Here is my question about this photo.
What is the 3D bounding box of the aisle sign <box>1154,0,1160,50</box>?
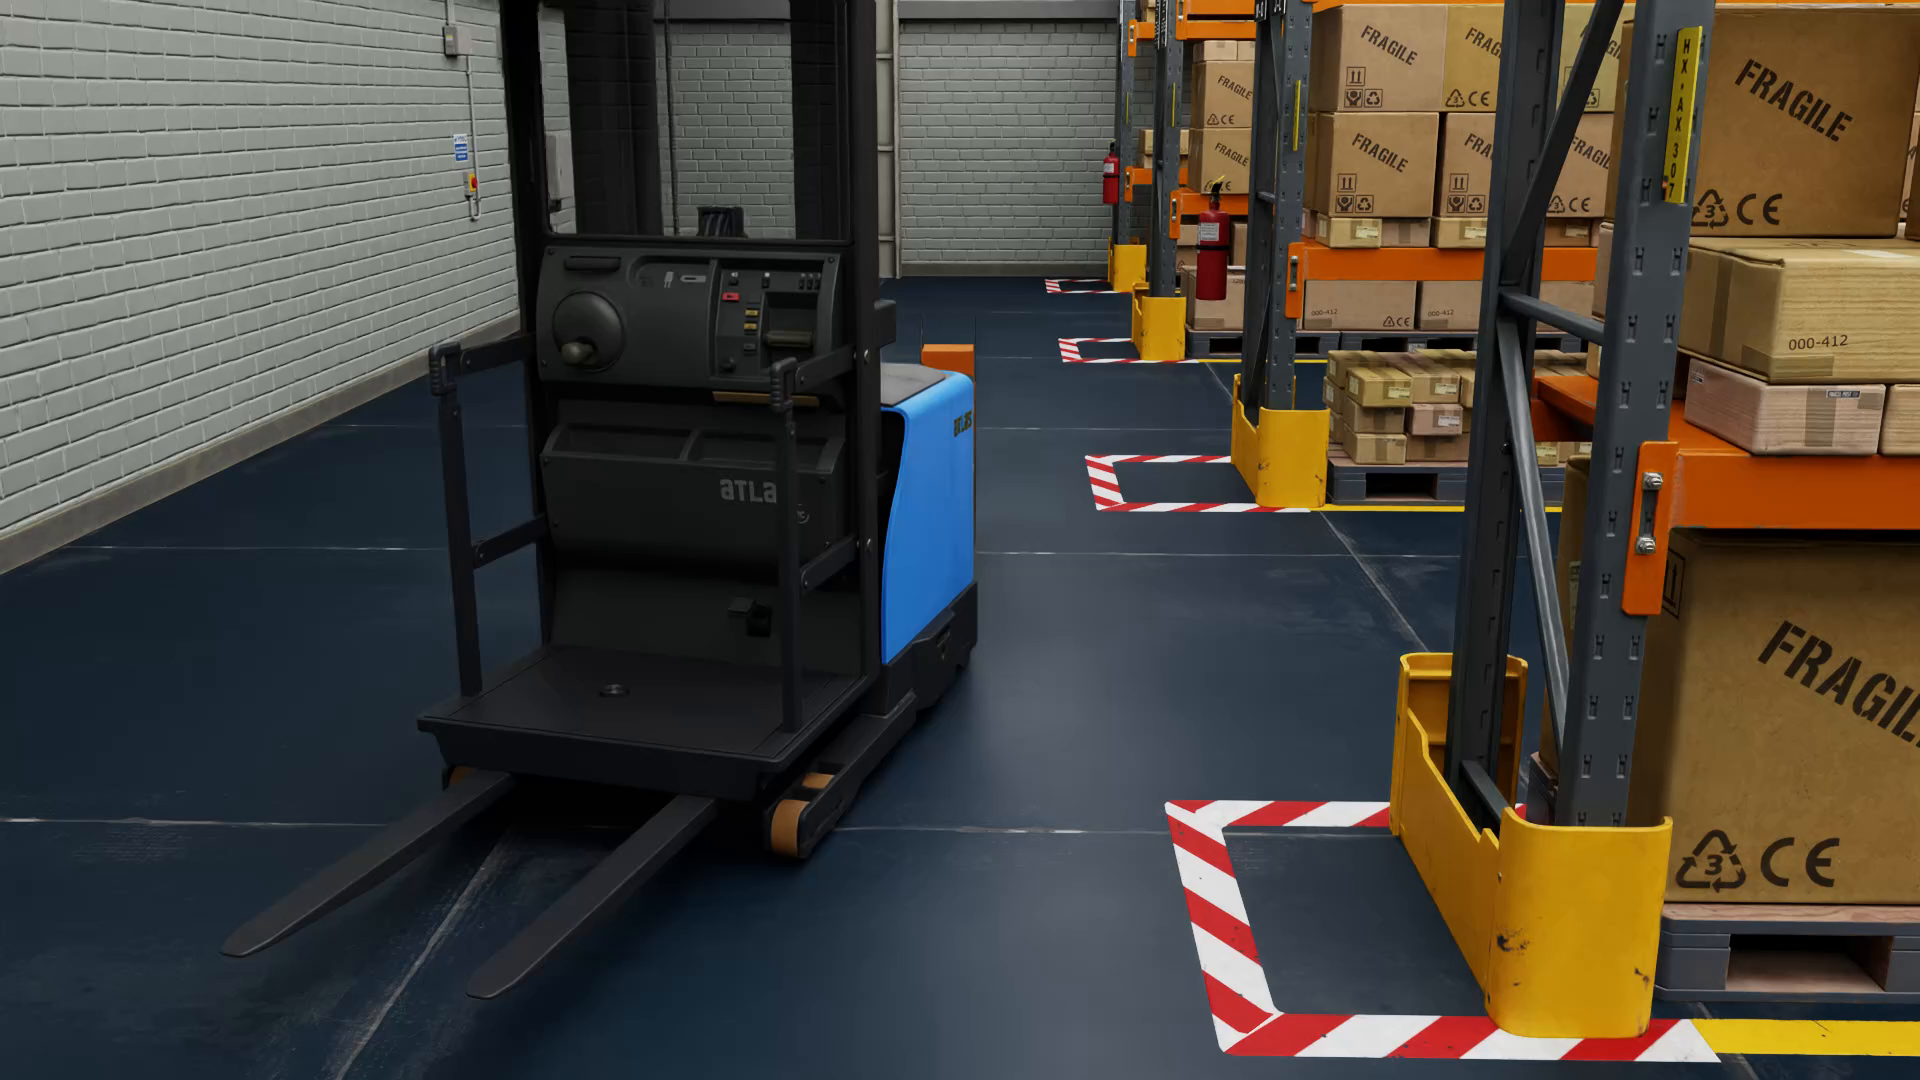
[{"bbox_3d":[1.595,-4.363,13.401,0.004,0.787,0.394,0,15,1],"label":"aisle sign"}]

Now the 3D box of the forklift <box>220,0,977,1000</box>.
[{"bbox_3d":[-0.848,-0.657,4.585,1.130,2.935,3.031,4,15,16],"label":"forklift"}]

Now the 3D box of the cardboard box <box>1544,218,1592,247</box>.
[{"bbox_3d":[3.005,-1.575,8.423,0.250,0.149,0.380,0,15,1],"label":"cardboard box"}]

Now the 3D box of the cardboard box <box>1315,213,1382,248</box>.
[{"bbox_3d":[1.949,-1.556,8.352,0.250,0.149,0.380,0,15,1],"label":"cardboard box"}]

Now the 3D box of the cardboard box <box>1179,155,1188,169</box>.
[{"bbox_3d":[2.359,-4.109,18.027,0.250,0.149,0.380,1,15,3],"label":"cardboard box"}]

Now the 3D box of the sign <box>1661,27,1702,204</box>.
[{"bbox_3d":[1.386,-0.815,3.196,0.005,0.325,0.100,0,15,1],"label":"sign"}]

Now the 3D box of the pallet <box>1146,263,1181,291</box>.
[{"bbox_3d":[2.655,-2.939,18.565,1.213,0.211,1.003,0,15,1],"label":"pallet"}]

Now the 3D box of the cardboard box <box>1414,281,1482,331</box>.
[{"bbox_3d":[4.138,-2.002,13.747,0.875,0.438,0.875,0,15,0],"label":"cardboard box"}]

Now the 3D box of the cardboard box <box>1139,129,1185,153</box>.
[{"bbox_3d":[2.249,-4.428,18.456,0.500,0.250,0.500,1,15,3],"label":"cardboard box"}]

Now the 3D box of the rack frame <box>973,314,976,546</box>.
[{"bbox_3d":[0.068,-0.507,7.704,0.008,1.050,0.200,0,15,1],"label":"rack frame"}]

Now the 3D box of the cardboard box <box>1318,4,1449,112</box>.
[{"bbox_3d":[2.076,-2.369,8.199,0.500,0.500,0.500,0,15,1],"label":"cardboard box"}]

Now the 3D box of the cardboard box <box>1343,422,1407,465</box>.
[{"bbox_3d":[2.149,-0.503,8.632,0.250,0.149,0.380,1,15,3],"label":"cardboard box"}]

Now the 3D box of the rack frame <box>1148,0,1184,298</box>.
[{"bbox_3d":[1.659,-3.027,13.432,0.127,3.000,1.000,0,15,1],"label":"rack frame"}]

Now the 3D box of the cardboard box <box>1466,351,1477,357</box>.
[{"bbox_3d":[2.938,-0.934,9.098,0.250,0.149,0.380,0,15,-1],"label":"cardboard box"}]

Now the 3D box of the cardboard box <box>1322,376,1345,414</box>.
[{"bbox_3d":[2.168,-0.801,9.179,0.250,0.149,0.380,0,15,0],"label":"cardboard box"}]

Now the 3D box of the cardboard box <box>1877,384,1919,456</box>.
[{"bbox_3d":[2.009,-0.290,3.552,0.250,0.149,0.380,0,15,1],"label":"cardboard box"}]

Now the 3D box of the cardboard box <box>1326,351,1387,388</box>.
[{"bbox_3d":[2.169,-0.937,9.111,0.250,0.149,0.380,1,15,2],"label":"cardboard box"}]

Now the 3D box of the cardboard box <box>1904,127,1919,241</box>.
[{"bbox_3d":[2.379,-0.858,3.453,0.500,0.500,0.500,0,15,0],"label":"cardboard box"}]

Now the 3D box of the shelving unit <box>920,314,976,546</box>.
[{"bbox_3d":[-0.054,-0.508,7.707,0.252,1.050,0.215,0,15,1],"label":"shelving unit"}]

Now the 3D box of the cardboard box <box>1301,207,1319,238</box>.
[{"bbox_3d":[1.967,-1.712,8.942,0.250,0.149,0.380,0,15,1],"label":"cardboard box"}]

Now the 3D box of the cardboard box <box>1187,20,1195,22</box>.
[{"bbox_3d":[2.357,-5.565,17.665,0.250,0.149,0.380,1,15,2],"label":"cardboard box"}]

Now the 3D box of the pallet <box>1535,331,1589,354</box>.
[{"bbox_3d":[4.899,-1.677,13.783,1.213,0.211,1.003,0,15,1],"label":"pallet"}]

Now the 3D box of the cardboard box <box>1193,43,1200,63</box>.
[{"bbox_3d":[2.023,-3.921,13.393,0.250,0.149,0.380,1,15,2],"label":"cardboard box"}]

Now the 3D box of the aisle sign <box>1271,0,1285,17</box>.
[{"bbox_3d":[1.553,-2.945,8.025,0.004,0.787,0.394,0,15,1],"label":"aisle sign"}]

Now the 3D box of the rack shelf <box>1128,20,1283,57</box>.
[{"bbox_3d":[3.781,-5.382,17.889,4.000,0.370,1.077,0,15,1],"label":"rack shelf"}]

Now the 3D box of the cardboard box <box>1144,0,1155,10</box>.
[{"bbox_3d":[2.219,-5.742,17.553,0.500,0.250,0.500,0,15,1],"label":"cardboard box"}]

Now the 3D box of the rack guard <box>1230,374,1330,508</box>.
[{"bbox_3d":[1.710,-0.554,8.961,0.348,0.500,1.175,0,15,1],"label":"rack guard"}]

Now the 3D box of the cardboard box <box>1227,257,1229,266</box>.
[{"bbox_3d":[2.815,-3.076,18.385,0.250,0.149,0.380,0,15,-1],"label":"cardboard box"}]

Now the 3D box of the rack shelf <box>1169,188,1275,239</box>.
[{"bbox_3d":[3.658,-2.666,13.474,4.000,0.370,1.077,0,15,1],"label":"rack shelf"}]

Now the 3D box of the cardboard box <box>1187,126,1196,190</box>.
[{"bbox_3d":[2.148,-3.139,13.663,0.500,0.500,0.500,0,15,2],"label":"cardboard box"}]

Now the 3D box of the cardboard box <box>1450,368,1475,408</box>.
[{"bbox_3d":[2.676,-0.780,8.517,0.250,0.149,0.380,0,15,1],"label":"cardboard box"}]

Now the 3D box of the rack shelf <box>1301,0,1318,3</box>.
[{"bbox_3d":[3.633,-2.853,8.304,4.000,0.370,1.077,0,15,1],"label":"rack shelf"}]

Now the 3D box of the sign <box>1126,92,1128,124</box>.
[{"bbox_3d":[1.768,-4.573,17.595,0.005,0.325,0.100,0,15,1],"label":"sign"}]

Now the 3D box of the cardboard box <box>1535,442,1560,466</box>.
[{"bbox_3d":[2.914,-0.493,8.593,0.250,0.149,0.380,1,15,2],"label":"cardboard box"}]

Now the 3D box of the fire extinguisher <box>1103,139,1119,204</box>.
[{"bbox_3d":[1.623,-3.958,17.844,0.183,0.674,0.296,0,15,1],"label":"fire extinguisher"}]

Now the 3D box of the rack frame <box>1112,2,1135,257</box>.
[{"bbox_3d":[1.782,-4.292,18.230,0.127,3.000,1.000,0,15,1],"label":"rack frame"}]

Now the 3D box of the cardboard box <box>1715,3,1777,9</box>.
[{"bbox_3d":[3.609,-2.355,8.149,0.500,0.500,0.500,0,15,0],"label":"cardboard box"}]

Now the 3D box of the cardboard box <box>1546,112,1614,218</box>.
[{"bbox_3d":[3.100,-1.879,8.303,0.500,0.500,0.500,1,15,2],"label":"cardboard box"}]

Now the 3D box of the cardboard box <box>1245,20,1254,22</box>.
[{"bbox_3d":[3.122,-5.531,17.537,0.250,0.149,0.380,0,15,1],"label":"cardboard box"}]

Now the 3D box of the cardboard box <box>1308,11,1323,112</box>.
[{"bbox_3d":[2.097,-2.500,8.695,0.500,0.500,0.500,0,15,0],"label":"cardboard box"}]

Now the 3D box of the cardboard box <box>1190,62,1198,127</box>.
[{"bbox_3d":[2.147,-3.616,13.510,0.500,0.500,0.500,1,15,3],"label":"cardboard box"}]

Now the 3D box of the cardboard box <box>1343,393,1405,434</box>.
[{"bbox_3d":[2.151,-0.663,8.656,0.250,0.149,0.380,1,15,4],"label":"cardboard box"}]

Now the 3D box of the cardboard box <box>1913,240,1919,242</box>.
[{"bbox_3d":[2.399,-0.497,3.555,0.500,0.250,0.500,0,15,1],"label":"cardboard box"}]
